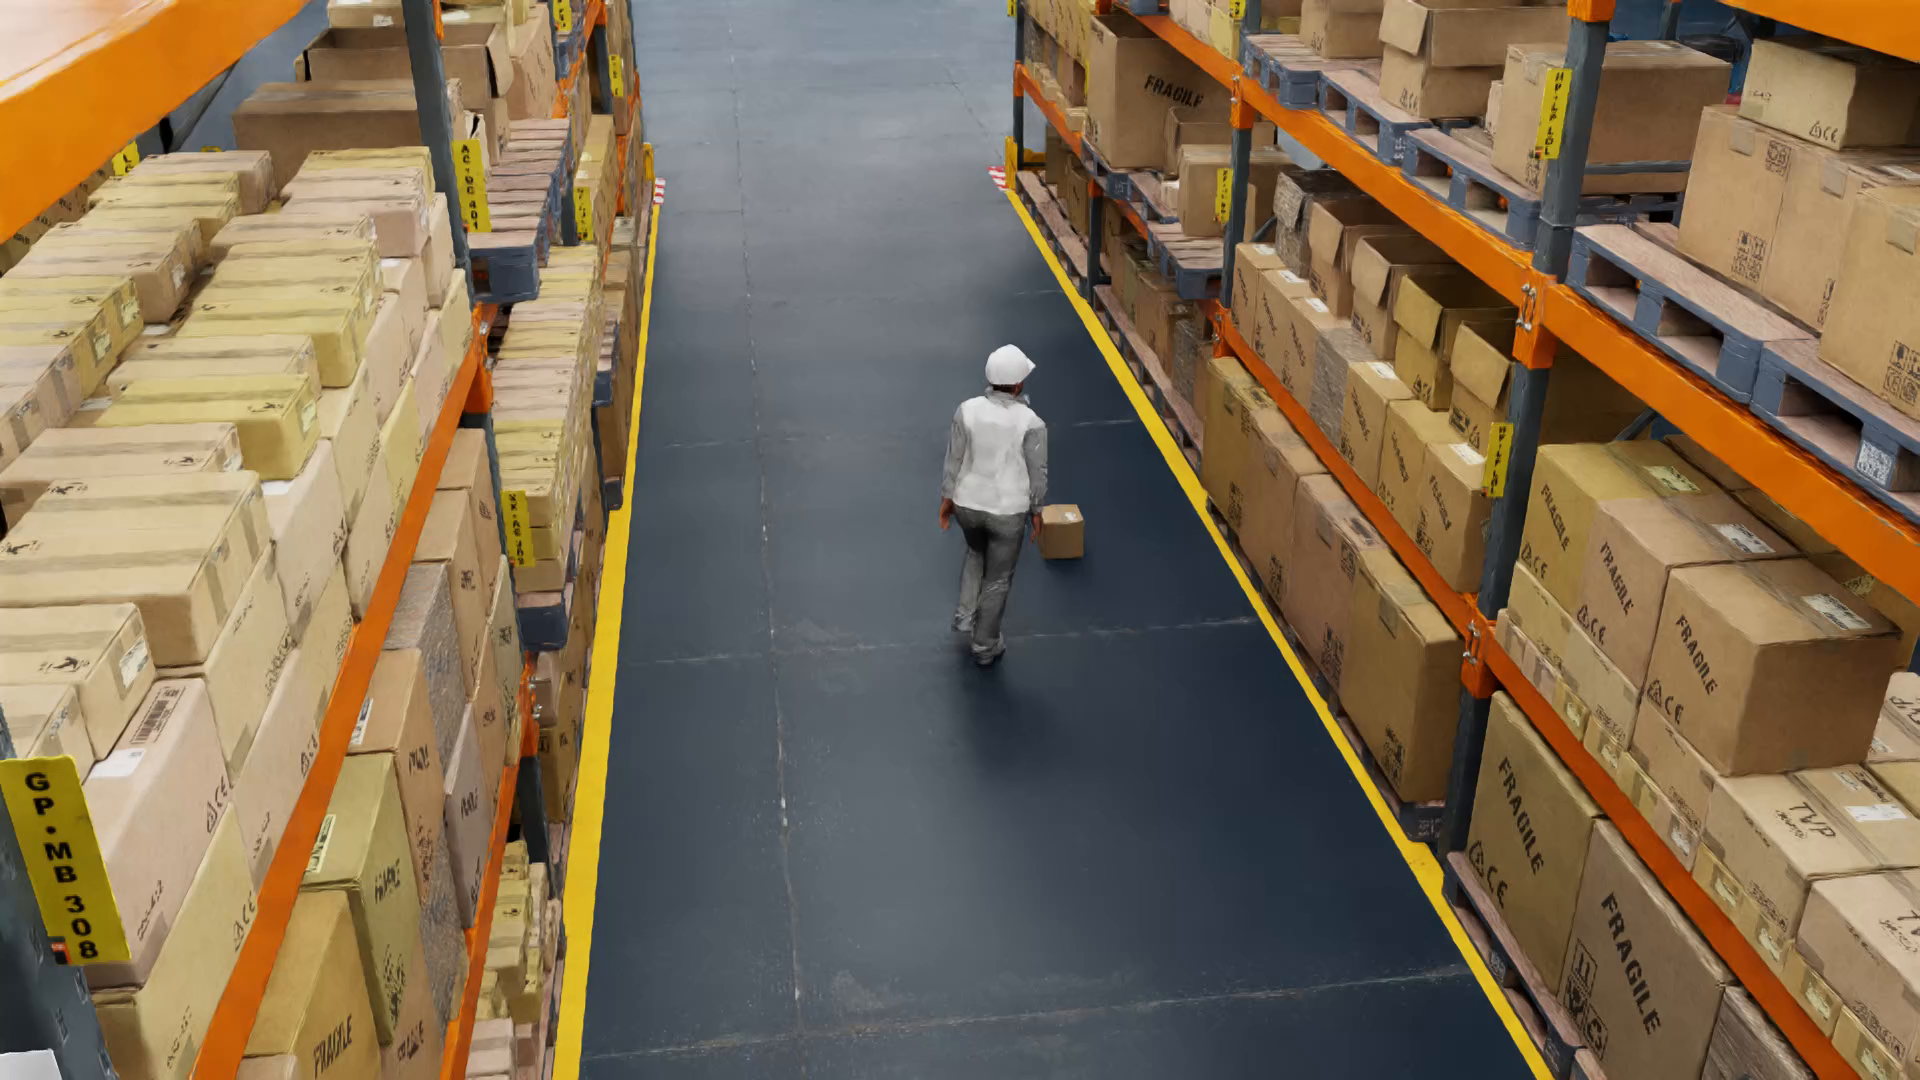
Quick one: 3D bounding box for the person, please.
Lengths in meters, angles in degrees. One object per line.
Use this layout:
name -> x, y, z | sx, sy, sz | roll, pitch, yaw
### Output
person -> 0.194, -0.189, 8.923 | 0.566, 1.762, 0.508 | 12, 29, 22
